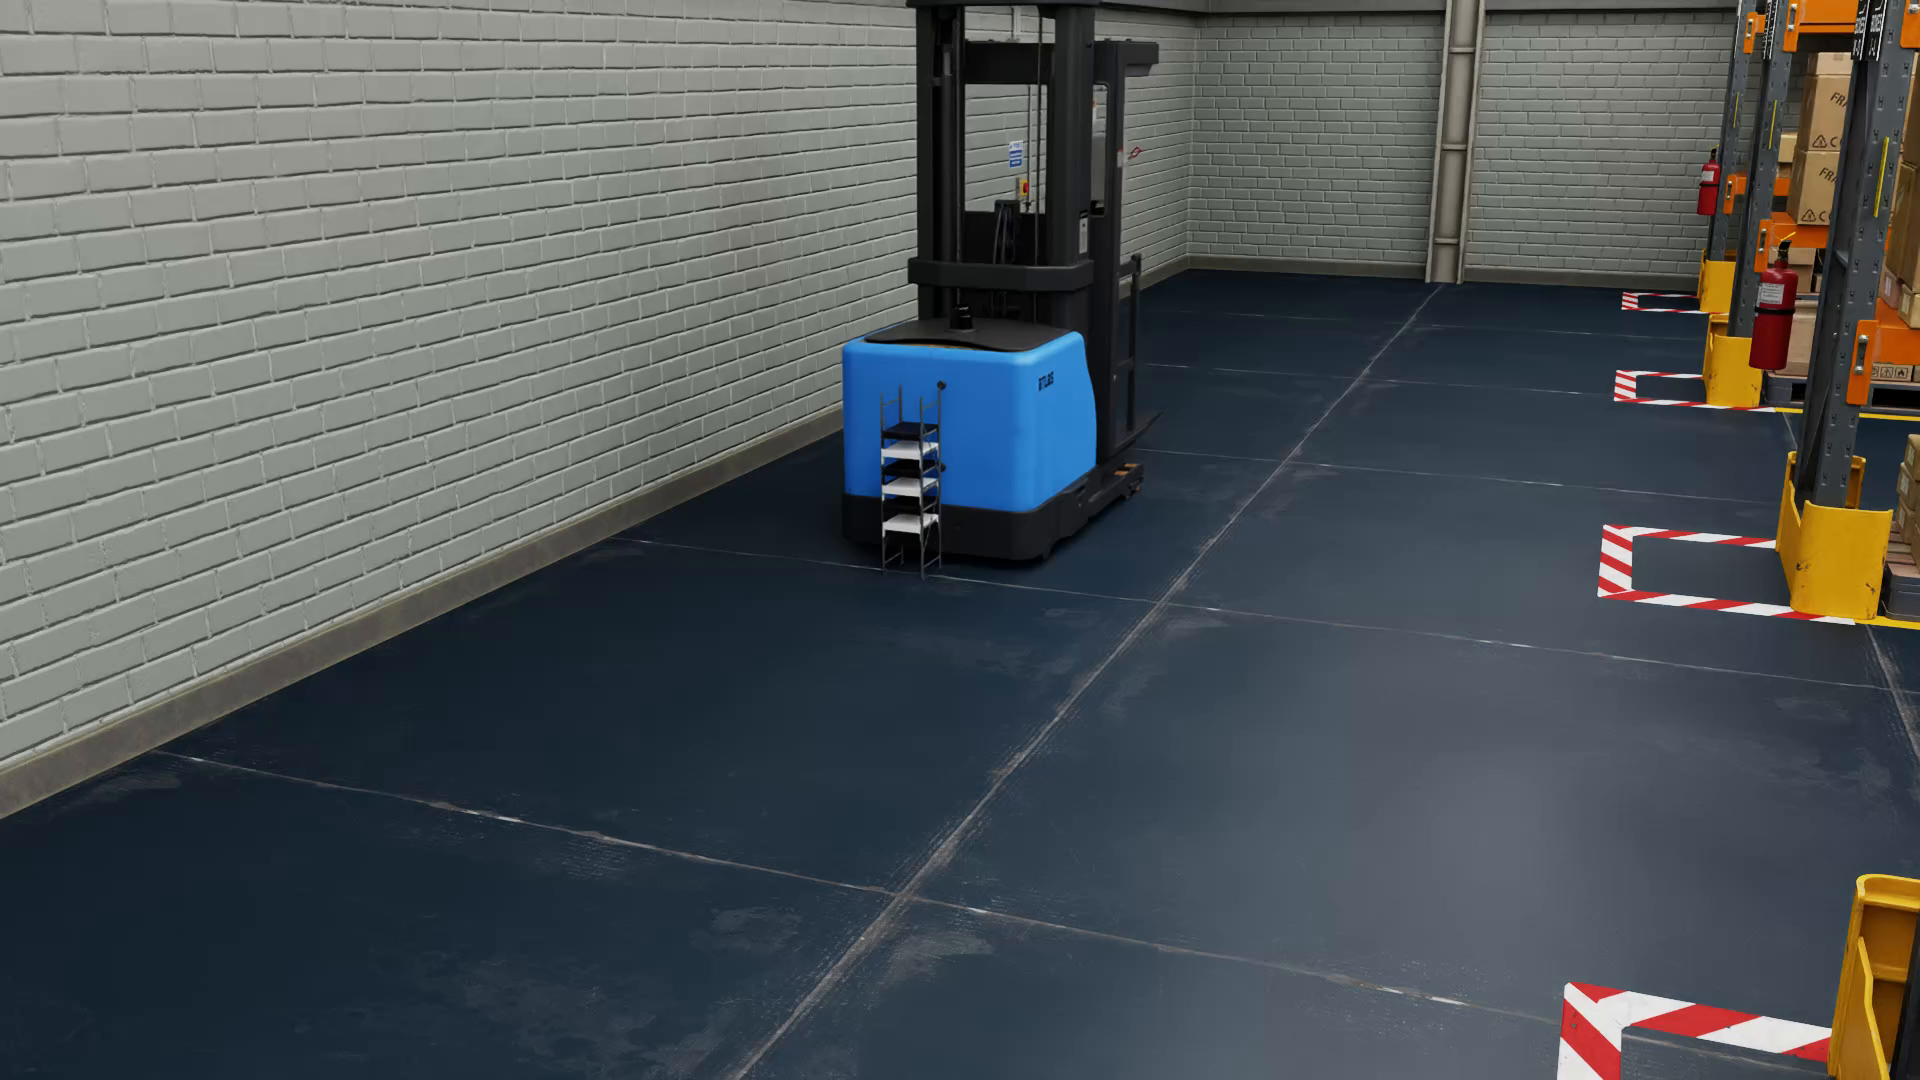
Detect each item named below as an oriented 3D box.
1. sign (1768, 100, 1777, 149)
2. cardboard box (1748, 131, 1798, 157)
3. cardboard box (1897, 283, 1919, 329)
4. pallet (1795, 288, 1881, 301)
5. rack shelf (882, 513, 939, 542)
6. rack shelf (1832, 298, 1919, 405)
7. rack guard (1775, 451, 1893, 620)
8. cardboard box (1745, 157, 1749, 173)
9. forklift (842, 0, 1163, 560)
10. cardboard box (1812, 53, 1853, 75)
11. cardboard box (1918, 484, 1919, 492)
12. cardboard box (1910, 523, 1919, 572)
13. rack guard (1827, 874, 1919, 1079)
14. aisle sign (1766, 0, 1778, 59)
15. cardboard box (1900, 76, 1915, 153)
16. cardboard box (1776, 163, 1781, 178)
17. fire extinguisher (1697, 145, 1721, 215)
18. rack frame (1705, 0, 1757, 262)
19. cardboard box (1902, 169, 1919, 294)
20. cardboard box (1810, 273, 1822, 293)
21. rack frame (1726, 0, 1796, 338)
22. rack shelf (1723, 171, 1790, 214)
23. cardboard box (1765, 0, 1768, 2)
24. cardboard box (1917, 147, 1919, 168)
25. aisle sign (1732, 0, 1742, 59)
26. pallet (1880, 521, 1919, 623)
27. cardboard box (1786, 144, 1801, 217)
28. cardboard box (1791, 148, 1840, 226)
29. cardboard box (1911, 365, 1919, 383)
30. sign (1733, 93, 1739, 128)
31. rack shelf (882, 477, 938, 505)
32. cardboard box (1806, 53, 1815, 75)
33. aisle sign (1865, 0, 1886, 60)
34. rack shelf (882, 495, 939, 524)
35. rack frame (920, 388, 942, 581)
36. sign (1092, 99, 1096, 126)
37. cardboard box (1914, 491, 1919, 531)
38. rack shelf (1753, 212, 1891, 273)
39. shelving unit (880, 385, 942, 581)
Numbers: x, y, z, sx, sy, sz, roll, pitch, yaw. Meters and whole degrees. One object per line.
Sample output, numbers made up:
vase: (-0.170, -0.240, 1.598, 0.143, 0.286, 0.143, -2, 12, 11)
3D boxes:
sign: (5.591, -2.858, 11.443, 0.005, 0.325, 0.100, 6, 17, 21)
cardboard box: (8.143, -3.928, 16.558, 0.500, 0.250, 0.500, 7, 18, 22)
cardboard box: (4.259, -1.014, 7.238, 0.250, 0.149, 0.380, 6, 17, 20)
pallet: (8.431, -2.407, 16.586, 1.213, 0.211, 1.003, 6, 17, 21)
rack shelf: (-0.233, -0.071, 8.070, 0.200, 0.077, 0.258, 6, 17, 21)
rack shelf: (5.938, -0.703, 7.006, 4.000, 0.370, 1.077, 6, 17, 21)
rack guard: (4.149, -0.045, 7.932, 0.348, 0.500, 1.175, 6, 17, 21)
cardboard box: (8.025, -3.750, 16.662, 0.250, 0.149, 0.380, 6, 17, 20)
forklift: (0.427, -1.677, 9.194, 1.130, 2.935, 3.031, 6, 17, 21)
cardboard box: (6.029, -3.279, 11.452, 0.250, 0.149, 0.380, 7, 17, 22)
cardboard box: (4.441, -0.230, 7.378, 0.250, 0.149, 0.380, 5, 17, 18)
cardboard box: (4.448, 0.051, 7.479, 0.250, 0.149, 0.380, 7, 17, 22)
rack guard: (2.142, 1.221, 3.572, 0.348, 0.500, 1.175, 6, 17, 21)
aisle sign: (5.627, -3.728, 11.472, 0.004, 0.787, 0.394, 6, 17, 21)
cardboard box: (6.625, -2.902, 11.315, 0.500, 0.500, 0.500, 6, 17, 19)
cardboard box: (7.823, -3.610, 16.178, 0.250, 0.149, 0.380, 6, 17, 20)
fire extinguisher: (7.311, -3.514, 16.206, 0.183, 0.674, 0.296, 6, 17, 21)
rack frame: (7.618, -3.835, 16.504, 0.127, 3.000, 1.000, 6, 17, 21)
cardboard box: (4.394, -1.327, 7.150, 0.500, 0.500, 0.500, 7, 18, 23)
cardboard box: (8.533, -2.527, 16.358, 0.250, 0.149, 0.380, 6, 17, 18)
rack frame: (5.800, -2.547, 12.068, 0.127, 3.000, 1.000, 6, 17, 21)
rack shelf: (9.478, -3.285, 15.899, 4.000, 0.370, 1.077, 6, 17, 21)
cardboard box: (8.131, -5.372, 16.152, 0.500, 0.250, 0.500, 6, 17, 20)
cardboard box: (4.398, -1.810, 7.020, 0.500, 0.500, 0.500, 6, 17, 20)
aisle sign: (7.447, -5.014, 15.903, 0.004, 0.787, 0.394, 6, 17, 21)
pallet: (4.891, 0.186, 7.655, 1.213, 0.211, 1.003, 6, 17, 21)
cardboard box: (6.346, -2.615, 12.121, 0.500, 0.500, 0.500, 6, 17, 21)
cardboard box: (6.141, -2.472, 11.629, 0.500, 0.500, 0.500, 6, 17, 20)
cardboard box: (7.305, -1.386, 11.909, 0.875, 0.438, 0.875, 7, 18, 22)
sign: (7.419, -4.110, 15.898, 0.005, 0.325, 0.100, 6, 17, 21)
rack shelf: (-0.233, -0.244, 8.020, 0.200, 0.077, 0.258, 6, 17, 21)
cardboard box: (6.207, -3.402, 11.877, 0.250, 0.149, 0.380, 7, 17, 21)
aisle sign: (3.900, -2.431, 7.006, 0.004, 0.787, 0.394, 6, 17, 21)
rack shelf: (-0.233, -0.158, 8.045, 0.200, 0.077, 0.258, 6, 17, 21)
rack frame: (-0.139, -0.265, 7.974, 0.006, 0.900, 0.240, 6, 17, 21)
sign: (1.240, -4.052, 15.768, 0.001, 0.242, 0.339, 6, 17, 21)
cardboard box: (4.471, -0.109, 7.494, 0.250, 0.149, 0.380, 7, 18, 23)
rack shelf: (7.661, -1.997, 11.464, 4.000, 0.370, 1.077, 6, 17, 21)
shelving unit: (-0.233, -0.276, 8.011, 0.210, 0.900, 0.258, 6, 17, 21)
